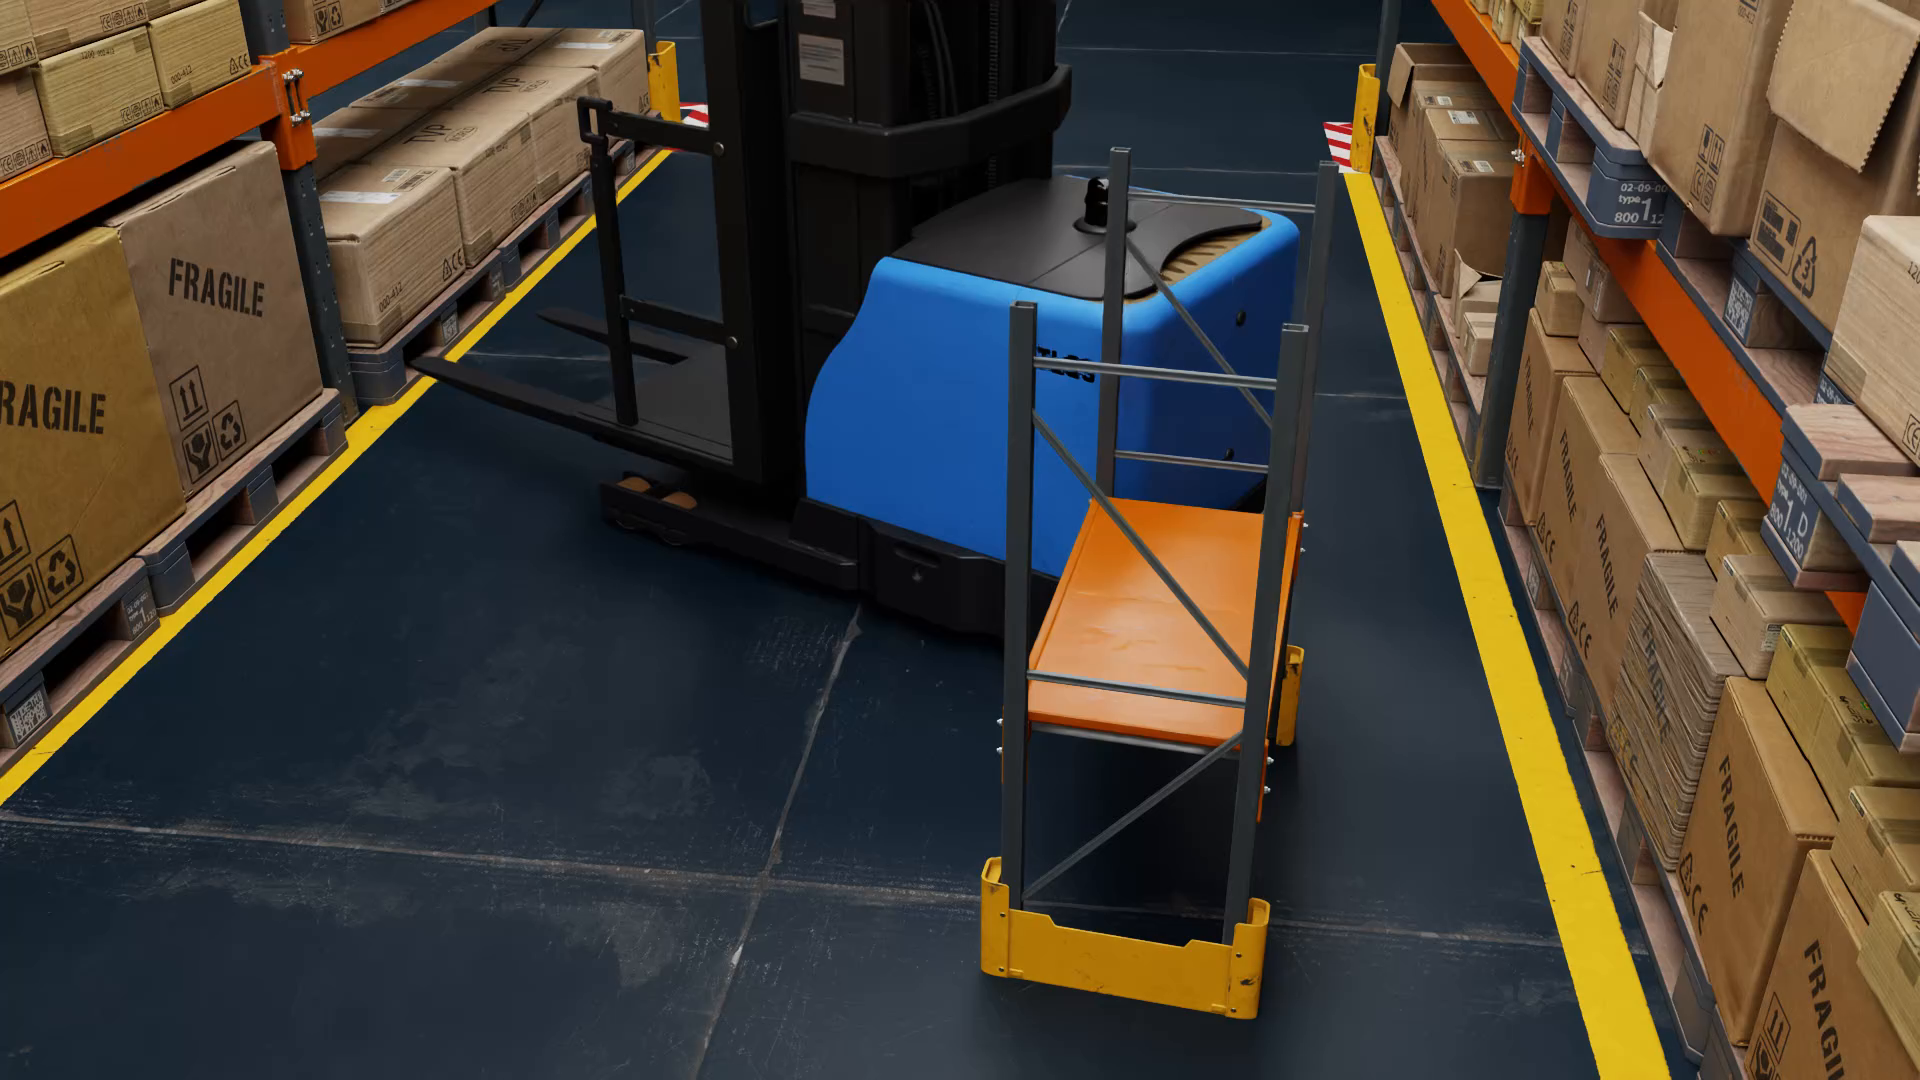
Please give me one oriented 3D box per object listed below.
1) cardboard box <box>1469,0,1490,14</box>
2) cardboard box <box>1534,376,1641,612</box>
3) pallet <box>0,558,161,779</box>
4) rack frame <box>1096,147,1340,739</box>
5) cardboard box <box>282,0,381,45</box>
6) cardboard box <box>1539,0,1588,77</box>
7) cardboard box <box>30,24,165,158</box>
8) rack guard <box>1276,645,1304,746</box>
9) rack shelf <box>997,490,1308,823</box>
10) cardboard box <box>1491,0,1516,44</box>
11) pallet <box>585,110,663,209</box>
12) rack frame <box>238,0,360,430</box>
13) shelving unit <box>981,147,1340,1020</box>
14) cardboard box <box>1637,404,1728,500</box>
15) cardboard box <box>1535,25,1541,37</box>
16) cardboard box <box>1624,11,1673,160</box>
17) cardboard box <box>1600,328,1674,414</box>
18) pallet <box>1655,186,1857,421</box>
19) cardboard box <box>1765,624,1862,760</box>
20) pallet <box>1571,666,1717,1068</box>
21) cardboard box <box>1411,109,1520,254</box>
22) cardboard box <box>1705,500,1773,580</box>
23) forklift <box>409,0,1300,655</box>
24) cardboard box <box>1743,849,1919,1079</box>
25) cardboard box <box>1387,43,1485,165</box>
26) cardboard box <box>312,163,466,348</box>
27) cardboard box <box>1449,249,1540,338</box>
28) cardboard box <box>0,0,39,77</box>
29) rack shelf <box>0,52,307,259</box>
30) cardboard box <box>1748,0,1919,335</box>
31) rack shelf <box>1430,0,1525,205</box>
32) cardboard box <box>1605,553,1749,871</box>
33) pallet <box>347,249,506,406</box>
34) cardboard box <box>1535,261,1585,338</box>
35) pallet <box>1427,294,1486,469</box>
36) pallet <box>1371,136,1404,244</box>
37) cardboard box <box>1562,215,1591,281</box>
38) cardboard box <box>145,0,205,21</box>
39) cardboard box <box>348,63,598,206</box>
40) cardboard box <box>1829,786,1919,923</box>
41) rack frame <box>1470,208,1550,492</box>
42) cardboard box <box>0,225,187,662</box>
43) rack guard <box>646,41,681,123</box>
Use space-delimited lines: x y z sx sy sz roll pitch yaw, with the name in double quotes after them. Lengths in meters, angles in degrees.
2.096 -2.032 6.123 0.380 0.149 0.250 3 28 5 "cardboard box"
1.889 -0.105 4.475 0.500 0.500 0.500 3 28 6 "cardboard box"
-2.866 0.398 4.288 1.003 0.211 1.213 3 28 6 "pallet"
0.579 -0.183 4.009 0.500 1.500 0.032 7 29 12 "rack frame"
-2.382 -2.023 5.736 0.500 0.500 0.500 4 29 8 "cardboard box"
1.946 -1.500 4.324 0.700 0.500 0.500 4 29 7 "cardboard box"
-2.568 -1.241 4.550 0.500 0.250 0.500 3 28 5 "cardboard box"
0.579 0.368 4.304 0.587 0.250 0.087 7 29 12 "rack guard"
0.455 0.209 3.660 0.538 0.185 1.000 7 29 12 "rack shelf"
2.034 -1.788 5.671 0.380 0.149 0.250 4 29 8 "cardboard box"
-2.230 -2.047 8.827 1.003 0.211 1.213 3 28 6 "pallet"
-2.700 -1.773 5.378 1.000 3.000 0.127 3 28 6 "rack frame"
0.457 0.046 3.583 0.587 1.500 1.083 7 29 12 "shelving unit"
1.854 -0.201 3.970 0.380 0.149 0.250 3 28 6 "cardboard box"
2.016 -1.540 5.211 0.380 0.149 0.250 4 29 7 "cardboard box"
1.676 -0.980 3.606 0.396 0.266 0.258 5 29 9 "cardboard box"
1.942 -0.446 4.425 0.380 0.149 0.250 2 28 4 "cardboard box"
1.971 -0.434 3.096 1.003 0.211 1.213 3 28 6 "pallet"
1.732 0.289 3.060 0.380 0.149 0.250 3 28 5 "cardboard box"
2.018 0.702 3.724 1.003 0.211 1.213 3 28 6 "pallet"
2.241 -1.528 7.116 0.500 0.500 0.500 4 29 7 "cardboard box"
1.817 0.044 3.514 0.380 0.149 0.250 3 29 6 "cardboard box"
-0.535 -1.461 4.871 3.031 2.935 1.130 18 33 29 "forklift"
1.647 0.866 2.673 0.500 0.500 0.500 3 28 5 "cardboard box"
2.548 -2.172 8.309 0.797 0.503 0.637 2 28 4 "cardboard box"
-2.516 -1.119 6.423 0.875 0.438 0.875 3 28 5 "cardboard box"
2.048 -0.915 6.225 0.396 0.266 0.258 4 29 8 "cardboard box"
-2.624 -1.225 3.993 0.500 0.250 0.500 4 29 7 "cardboard box"
-2.945 -0.515 3.801 1.077 0.370 4.000 3 28 6 "rack shelf"
1.754 -0.613 2.673 0.797 0.503 0.637 3 28 5 "cardboard box"
2.472 -2.111 6.764 1.077 0.370 4.000 3 28 6 "rack shelf"
1.754 0.374 3.586 0.500 0.500 0.500 2 28 4 "cardboard box"
-2.529 -0.899 6.695 1.003 0.211 1.213 3 28 6 "pallet"
1.919 -0.703 4.901 0.380 0.149 0.250 5 29 9 "cardboard box"
2.312 -0.582 6.107 1.003 0.211 1.213 3 28 6 "pallet"
2.611 -1.730 8.239 1.003 0.211 1.213 3 28 6 "pallet"
1.979 -0.830 4.824 0.380 0.149 0.250 3 28 5 "cardboard box"
-2.512 -1.705 4.884 0.500 0.250 0.500 3 28 6 "cardboard box"
-2.295 -1.965 7.993 0.875 0.438 0.875 4 29 8 "cardboard box"
1.625 0.528 2.616 0.380 0.149 0.250 2 28 5 "cardboard box"
2.227 -1.486 4.846 1.000 3.000 0.127 3 28 6 "rack frame"
-2.799 -0.300 4.442 0.875 0.875 0.875 4 29 8 "cardboard box"
-2.206 -2.567 9.487 1.175 0.500 0.348 3 28 6 "rack guard"
